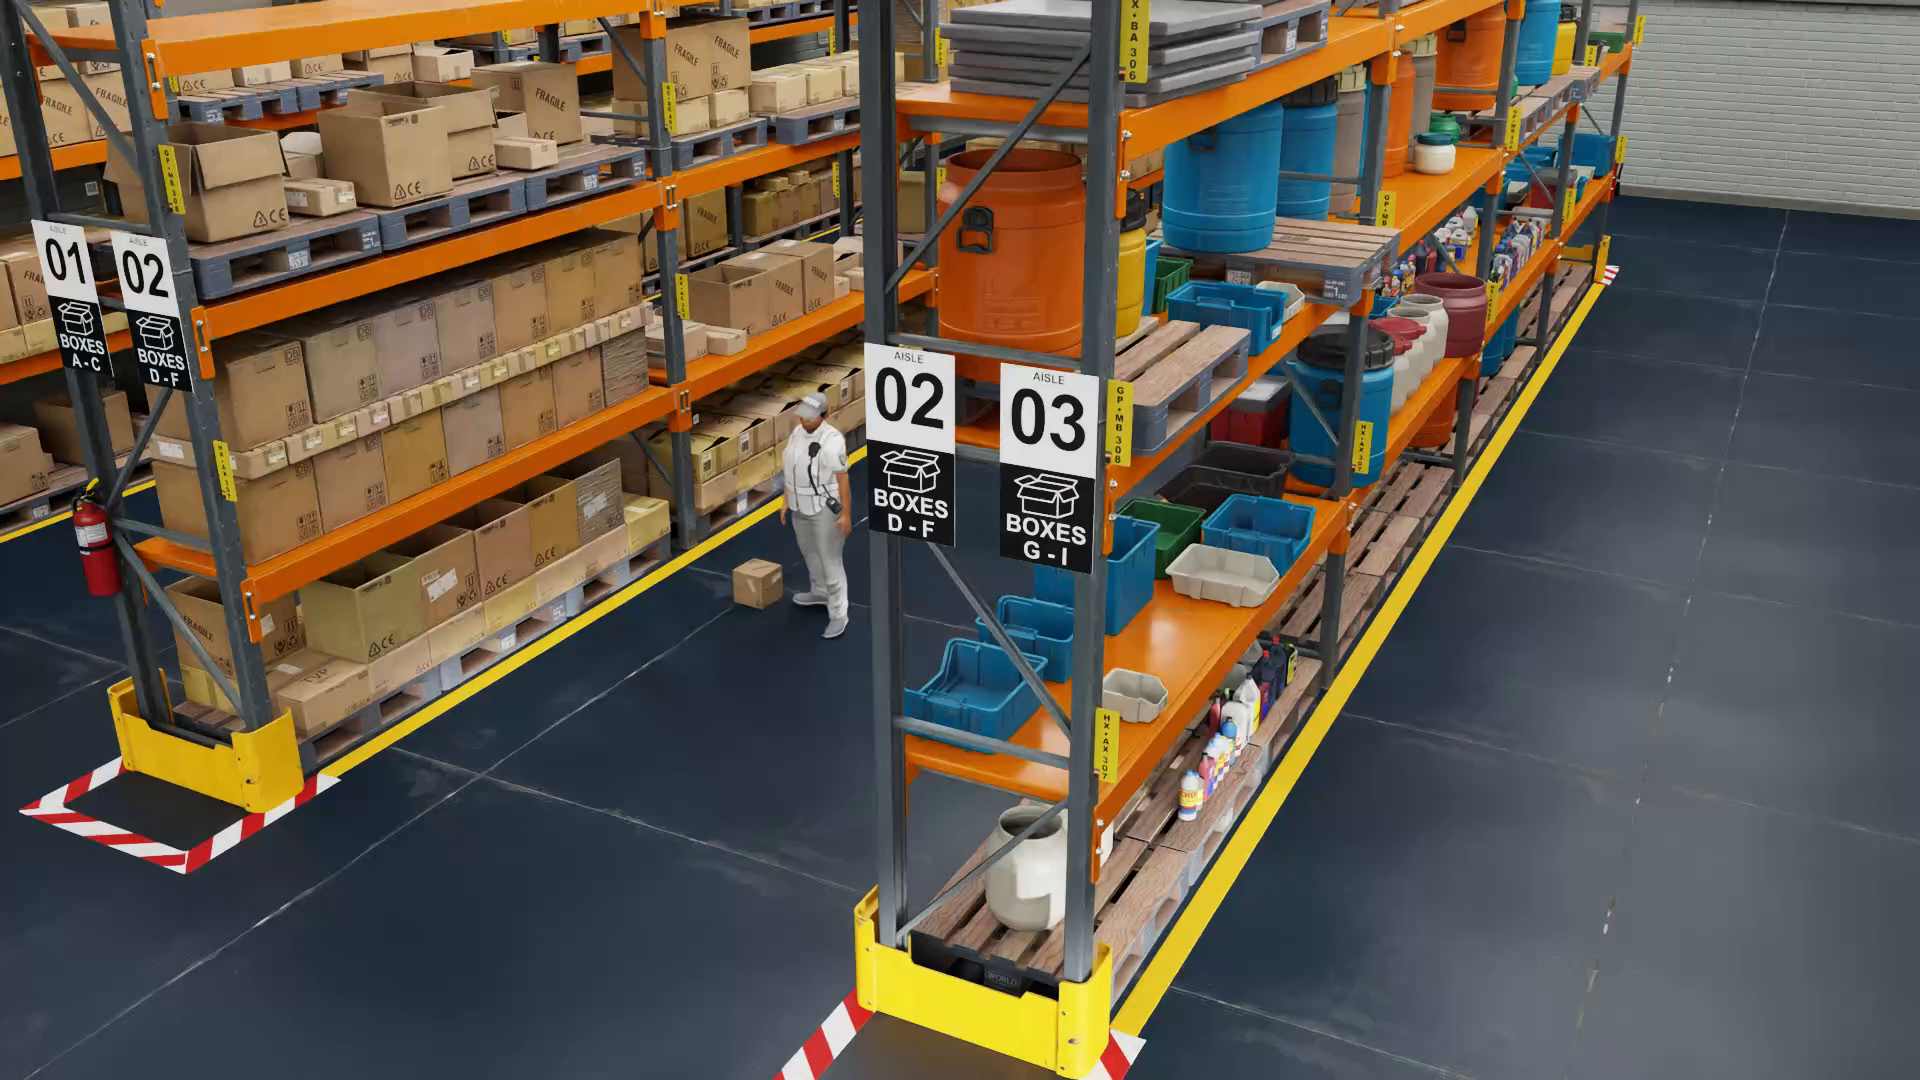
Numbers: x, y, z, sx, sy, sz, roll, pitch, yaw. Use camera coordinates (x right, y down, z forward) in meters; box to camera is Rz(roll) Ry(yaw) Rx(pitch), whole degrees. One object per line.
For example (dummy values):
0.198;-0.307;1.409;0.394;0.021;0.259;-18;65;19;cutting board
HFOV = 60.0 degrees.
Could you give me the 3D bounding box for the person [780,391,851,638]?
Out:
-0.975;-0.223;11.236;0.658;1.669;0.438;21;31;40;person
